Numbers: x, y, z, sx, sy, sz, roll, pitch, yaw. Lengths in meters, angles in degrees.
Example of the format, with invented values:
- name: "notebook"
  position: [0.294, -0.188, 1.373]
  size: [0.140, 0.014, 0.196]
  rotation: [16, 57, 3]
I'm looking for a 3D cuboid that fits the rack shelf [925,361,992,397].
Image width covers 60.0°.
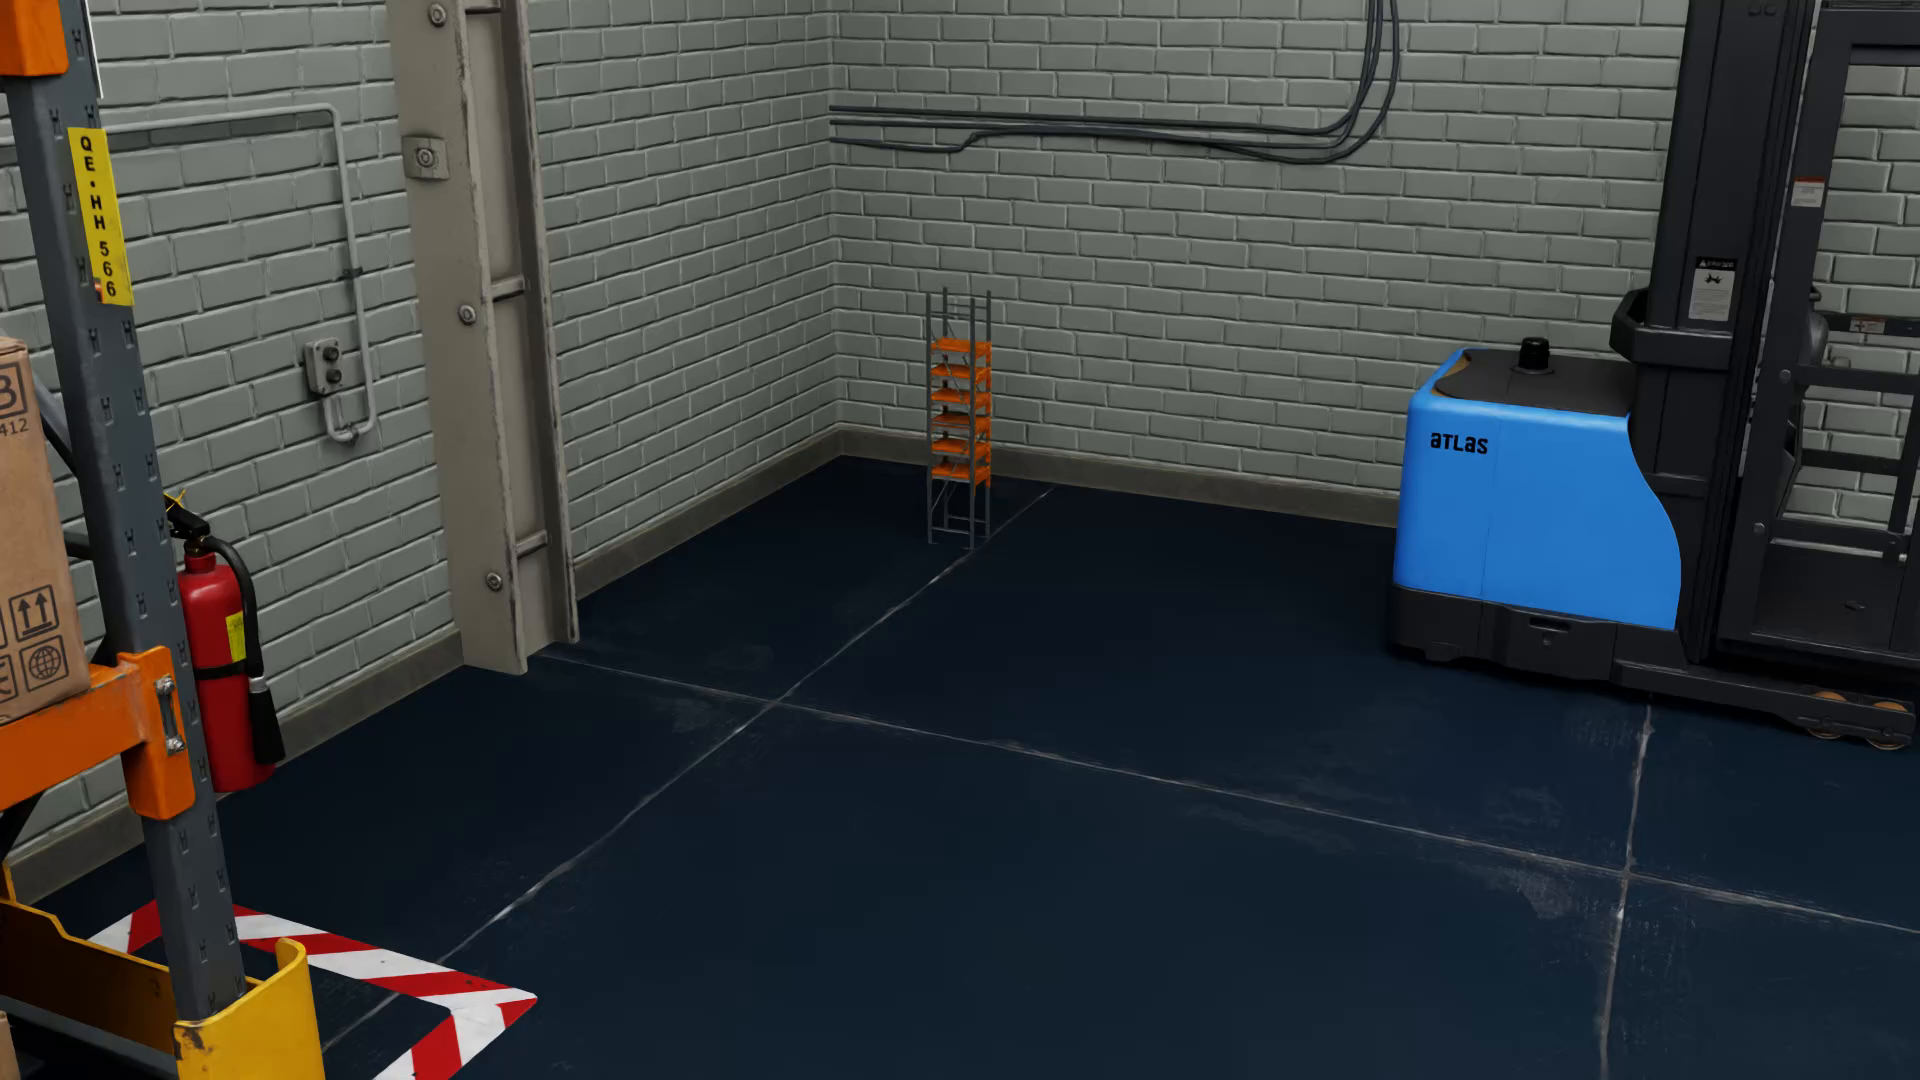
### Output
- name: "rack shelf"
  position: [-0.006, -0.745, 7.690]
  size: [0.258, 0.103, 0.180]
  rotation: [9, 21, 23]

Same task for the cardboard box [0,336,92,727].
- name: "cardboard box"
  position: [-2.292, -0.006, 3.062]
  size: [0.980, 0.700, 0.700]
  rotation: [10, 22, 25]

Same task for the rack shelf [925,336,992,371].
- name: "rack shelf"
  position: [-0.006, -0.858, 7.650]
  size: [0.258, 0.103, 0.180]
  rotation: [9, 21, 23]

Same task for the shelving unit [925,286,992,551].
- name: "shelving unit"
  position: [-0.006, -0.561, 7.755]
  size: [0.258, 1.200, 0.189]
  rotation: [9, 21, 23]

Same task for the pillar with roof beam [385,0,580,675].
- name: "pillar with roof beam"
  position: [2.152, -3.202, 3.543]
  size: [9.100, 9.000, 0.400]
  rotation: [9, 21, 23]

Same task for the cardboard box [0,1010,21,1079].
- name: "cardboard box"
  position: [-2.287, 1.186, 3.262]
  size: [0.700, 0.500, 0.500]
  rotation: [9, 21, 23]

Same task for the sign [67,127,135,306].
- name: "sign"
  position: [-1.603, -0.600, 3.099]
  size: [0.100, 0.325, 0.005]
  rotation: [9, 21, 23]

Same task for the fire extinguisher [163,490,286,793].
- name: "fire extinguisher"
  position: [-1.609, 0.207, 3.581]
  size: [0.296, 0.674, 0.183]
  rotation: [9, 21, 23]

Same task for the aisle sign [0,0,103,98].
- name: "aisle sign"
  position: [-1.789, -1.228, 3.065]
  size: [0.394, 0.787, 0.004]
  rotation: [9, 21, 23]

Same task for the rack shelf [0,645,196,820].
- name: "rack shelf"
  position: [-2.911, 0.928, 1.956]
  size: [1.077, 0.370, 4.000]
  rotation: [9, 21, 23]

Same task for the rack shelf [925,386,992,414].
- name: "rack shelf"
  position: [-0.006, -0.632, 7.730]
  size: [0.258, 0.103, 0.180]
  rotation: [9, 21, 23]

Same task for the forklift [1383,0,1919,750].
- name: "forklift"
  position: [3.254, -0.842, 5.961]
  size: [3.031, 2.935, 1.130]
  rotation: [9, 22, 25]

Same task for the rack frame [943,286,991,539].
- name: "rack frame"
  position: [0.032, -0.589, 7.834]
  size: [0.240, 1.200, 0.006]
  rotation: [9, 21, 23]

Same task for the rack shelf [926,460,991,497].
- name: "rack shelf"
  position: [-0.006, -0.293, 7.851]
  size: [0.258, 0.103, 0.180]
  rotation: [9, 21, 23]

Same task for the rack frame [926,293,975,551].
- name: "rack frame"
  position: [-0.043, -0.533, 7.677]
  size: [0.240, 1.200, 0.006]
  rotation: [9, 21, 23]

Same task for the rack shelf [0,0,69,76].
- name: "rack shelf"
  position: [-2.911, -0.485, 1.453]
  size: [1.077, 0.370, 4.000]
  rotation: [9, 21, 23]

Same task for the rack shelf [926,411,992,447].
- name: "rack shelf"
  position: [-0.006, -0.519, 7.770]
  size: [0.258, 0.103, 0.180]
  rotation: [9, 21, 23]

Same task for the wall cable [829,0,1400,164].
- name: "wall cable"
  position: [0.550, -3.066, 7.793]
  size: [3.097, 2.526, 0.112]
  rotation: [9, 21, 23]

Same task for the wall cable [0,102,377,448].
- name: "wall cable"
  position: [-2.431, -1.022, 4.850]
  size: [0.084, 1.984, 1.851]
  rotation: [9, 21, 23]

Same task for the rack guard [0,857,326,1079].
- name: "rack guard"
  position: [-2.082, 1.148, 3.994]
  size: [1.175, 0.500, 0.348]
  rotation: [9, 21, 23]

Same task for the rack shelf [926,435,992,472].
- name: "rack shelf"
  position: [-0.006, -0.406, 7.810]
  size: [0.258, 0.103, 0.180]
  rotation: [9, 21, 23]
